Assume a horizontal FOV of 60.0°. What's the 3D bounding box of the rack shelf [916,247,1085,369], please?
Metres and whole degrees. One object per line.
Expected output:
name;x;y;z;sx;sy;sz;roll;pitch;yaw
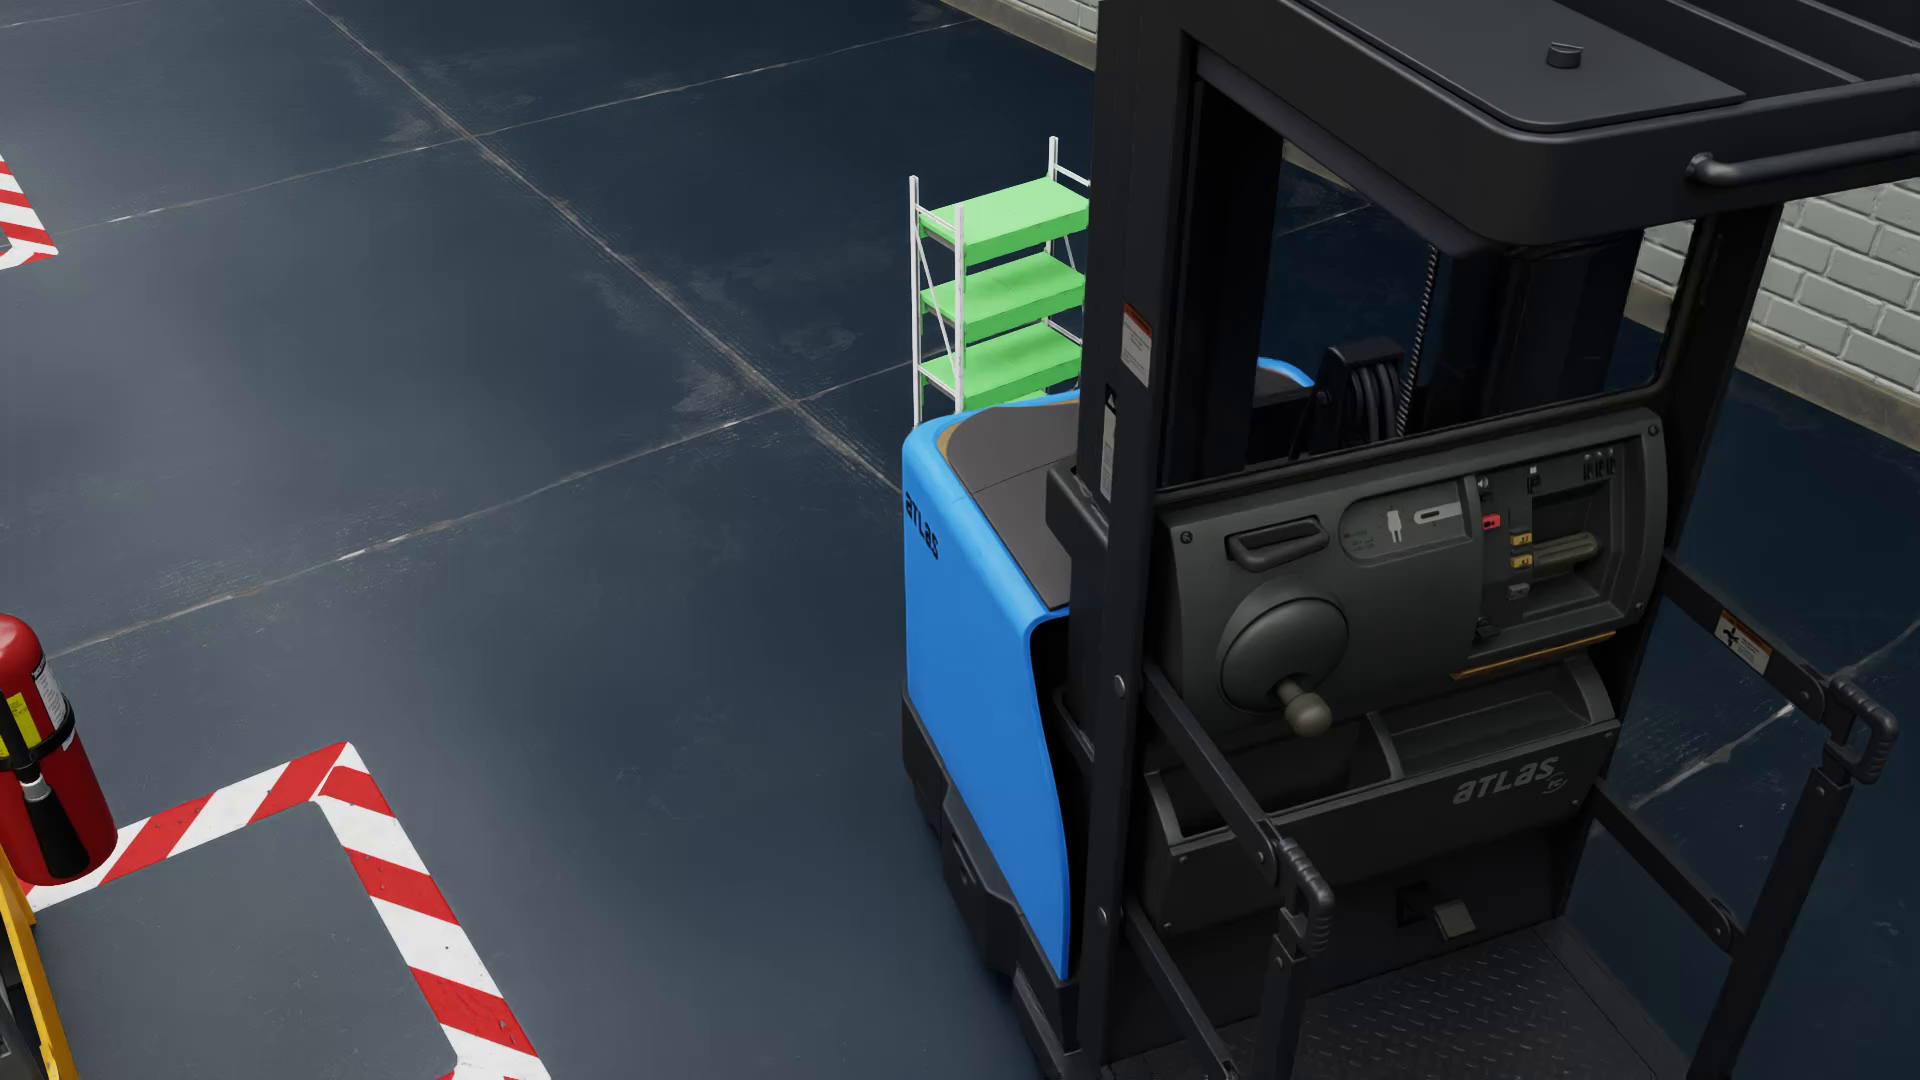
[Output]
rack shelf;0.135;-0.686;4.874;0.480;0.148;0.258;-22;41;-28

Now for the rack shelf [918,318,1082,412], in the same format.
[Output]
rack shelf;0.135;-0.491;5.014;0.480;0.148;0.258;-22;41;-28

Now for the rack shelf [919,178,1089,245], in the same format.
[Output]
rack shelf;0.135;-0.924;4.703;0.457;0.021;0.221;-22;41;-28

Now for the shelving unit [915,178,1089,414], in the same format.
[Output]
shelving unit;0.132;-0.542;4.975;0.487;1.046;0.258;-22;41;-28

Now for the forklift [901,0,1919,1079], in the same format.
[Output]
forklift;0.846;0.120;2.573;1.130;2.935;3.031;-12;38;-17

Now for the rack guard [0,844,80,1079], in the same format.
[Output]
rack guard;-2.085;0.991;3.444;0.348;0.500;1.175;-22;41;-28

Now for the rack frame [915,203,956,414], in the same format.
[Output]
rack frame;-0.064;-0.460;4.862;0.006;1.046;0.228;-22;41;-28
